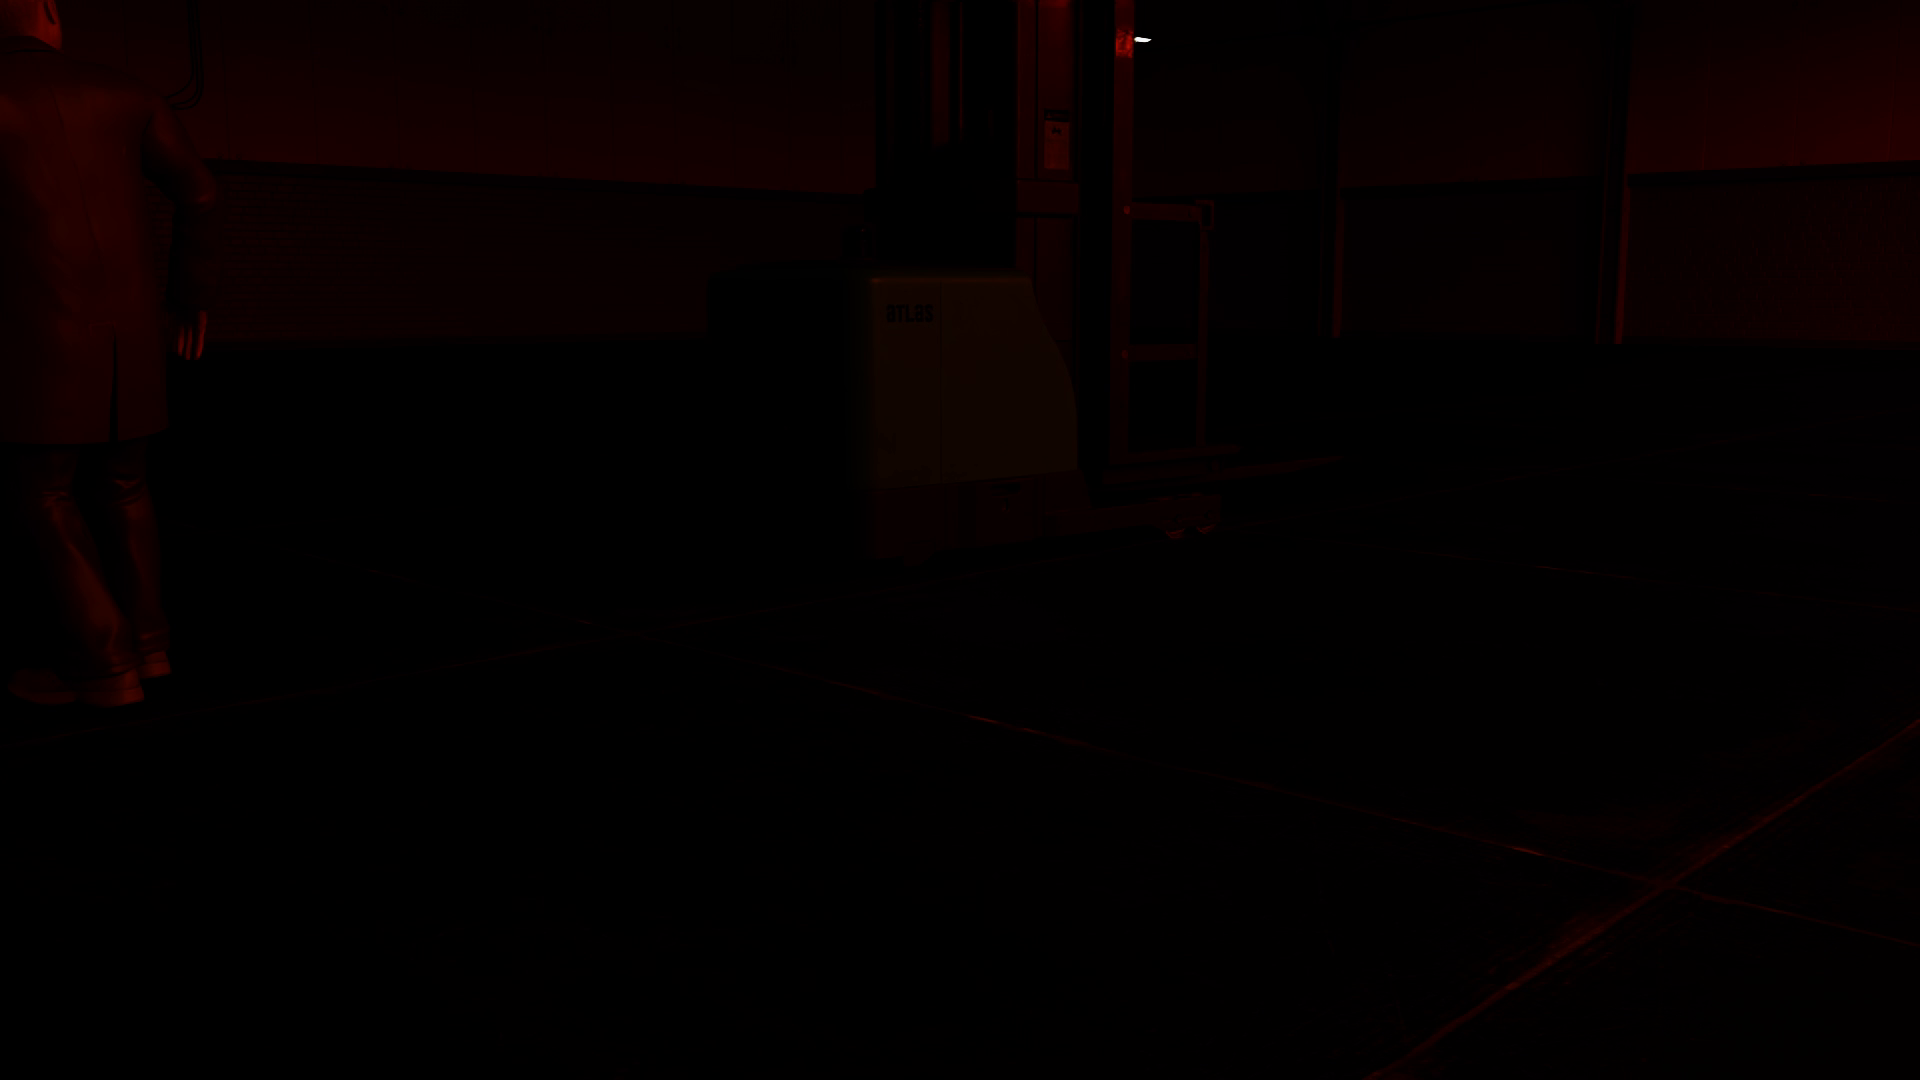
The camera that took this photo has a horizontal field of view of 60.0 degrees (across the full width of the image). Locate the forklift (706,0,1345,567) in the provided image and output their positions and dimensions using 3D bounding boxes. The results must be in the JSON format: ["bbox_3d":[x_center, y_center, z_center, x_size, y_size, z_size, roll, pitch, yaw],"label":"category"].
[{"bbox_3d":[0.455,-1.510,6.902,3.031,2.935,1.130,-7,11,-41],"label":"forklift"}]

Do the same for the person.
[{"bbox_3d":[-2.221,-0.489,4.044,0.561,1.766,0.787,5,10,30],"label":"person"}]
